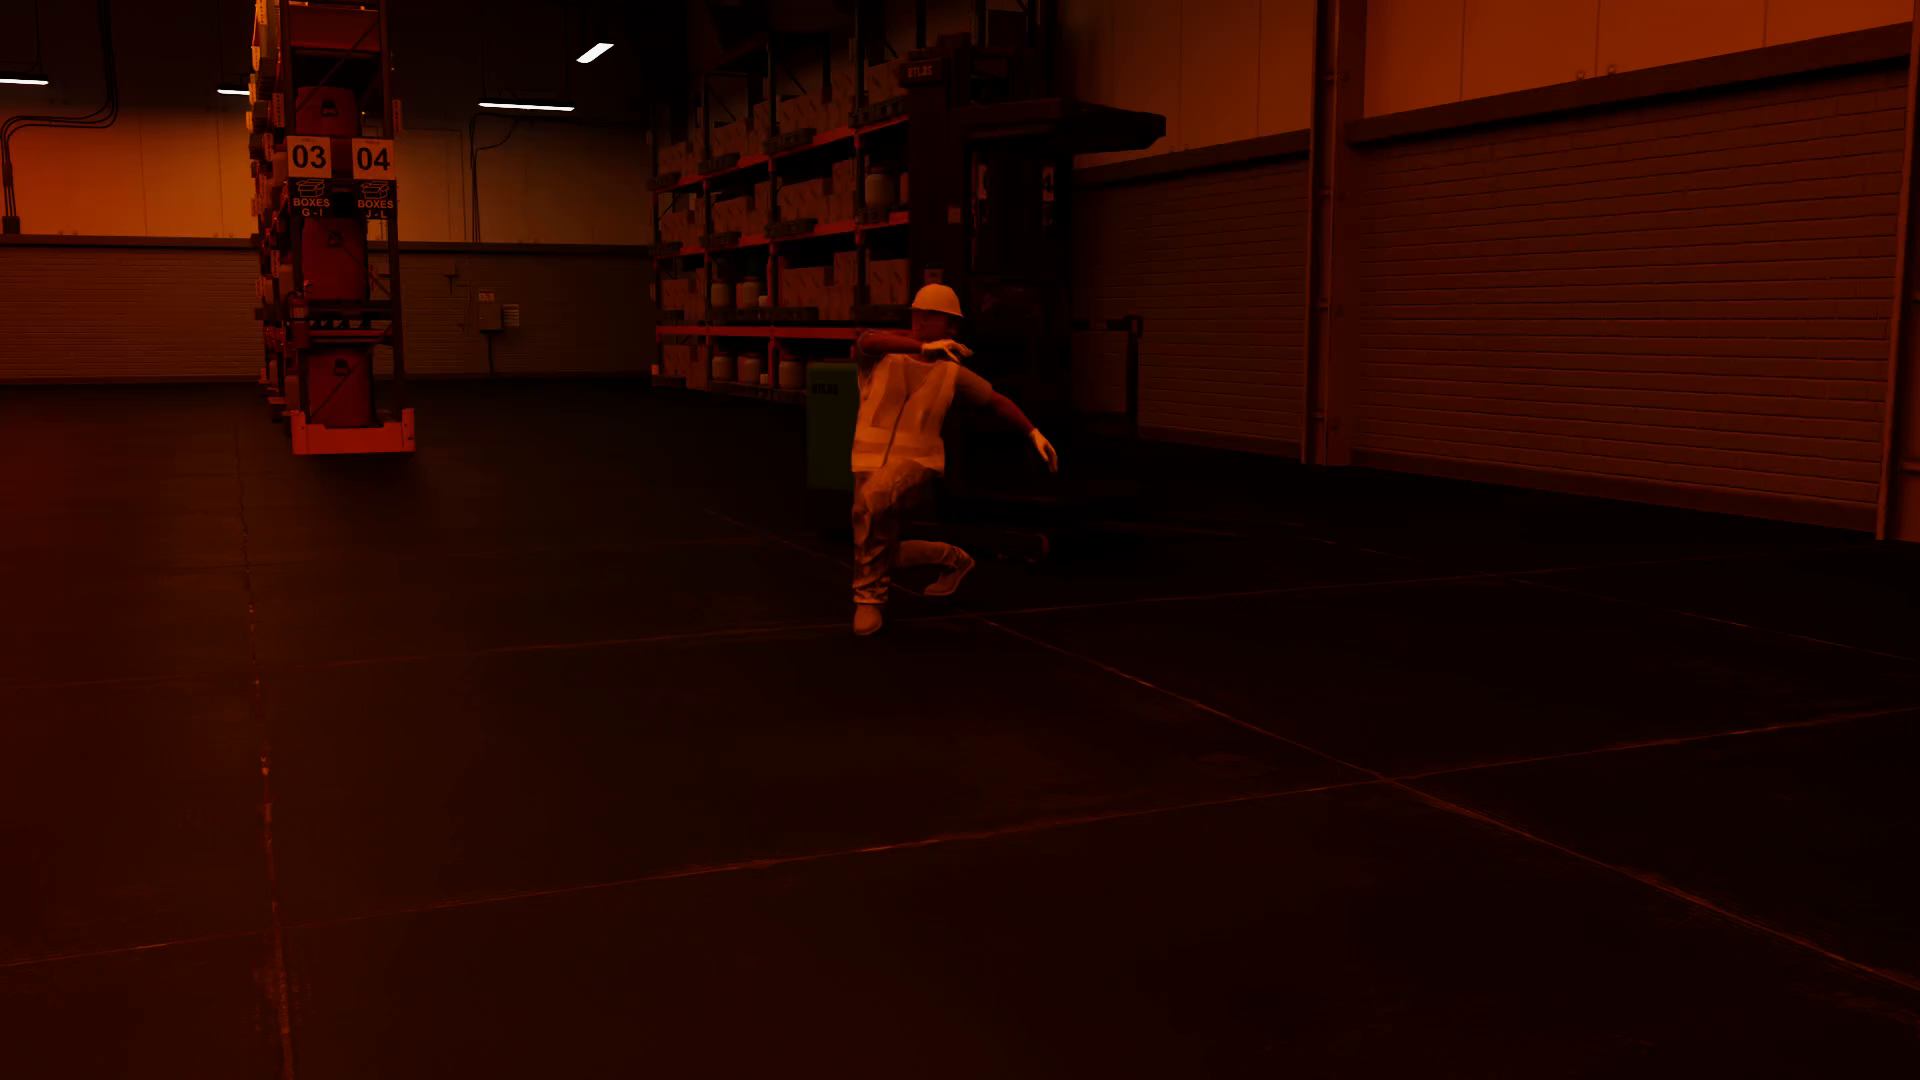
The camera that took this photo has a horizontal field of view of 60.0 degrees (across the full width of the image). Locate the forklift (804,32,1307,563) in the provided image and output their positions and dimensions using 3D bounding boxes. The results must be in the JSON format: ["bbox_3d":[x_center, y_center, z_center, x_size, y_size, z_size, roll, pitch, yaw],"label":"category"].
[{"bbox_3d":[0.506,-1.404,9.589,3.031,2.935,1.130,6,10,38],"label":"forklift"}]

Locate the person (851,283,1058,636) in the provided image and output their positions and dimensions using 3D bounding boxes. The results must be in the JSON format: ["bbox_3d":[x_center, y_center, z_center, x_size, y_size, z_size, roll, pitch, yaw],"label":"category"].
[{"bbox_3d":[-0.073,-0.382,7.374,0.857,1.499,0.996,3,8,19],"label":"person"}]
